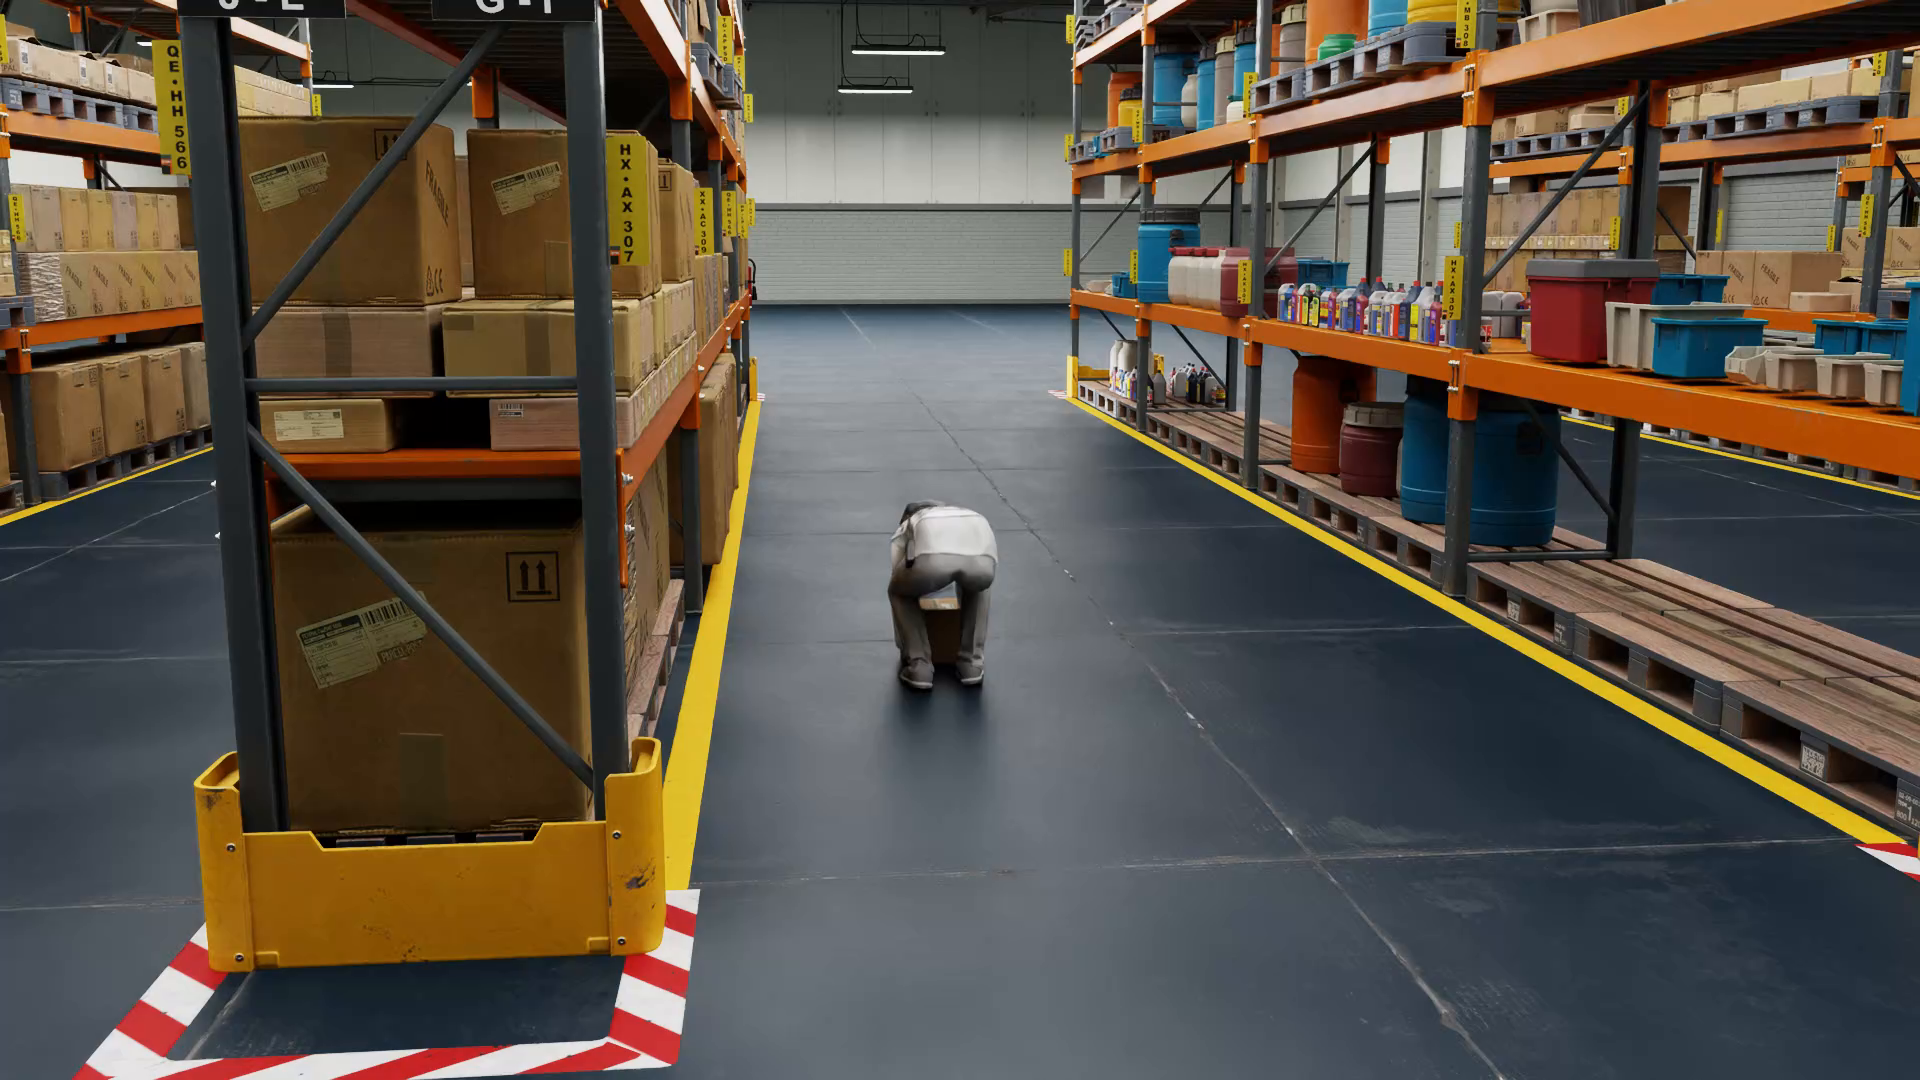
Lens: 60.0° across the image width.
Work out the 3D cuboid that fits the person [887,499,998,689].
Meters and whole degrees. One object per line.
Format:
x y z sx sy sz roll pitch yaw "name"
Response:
-0.087 0.223 7.253 0.456 0.783 0.910 -1 10 -8 "person"
